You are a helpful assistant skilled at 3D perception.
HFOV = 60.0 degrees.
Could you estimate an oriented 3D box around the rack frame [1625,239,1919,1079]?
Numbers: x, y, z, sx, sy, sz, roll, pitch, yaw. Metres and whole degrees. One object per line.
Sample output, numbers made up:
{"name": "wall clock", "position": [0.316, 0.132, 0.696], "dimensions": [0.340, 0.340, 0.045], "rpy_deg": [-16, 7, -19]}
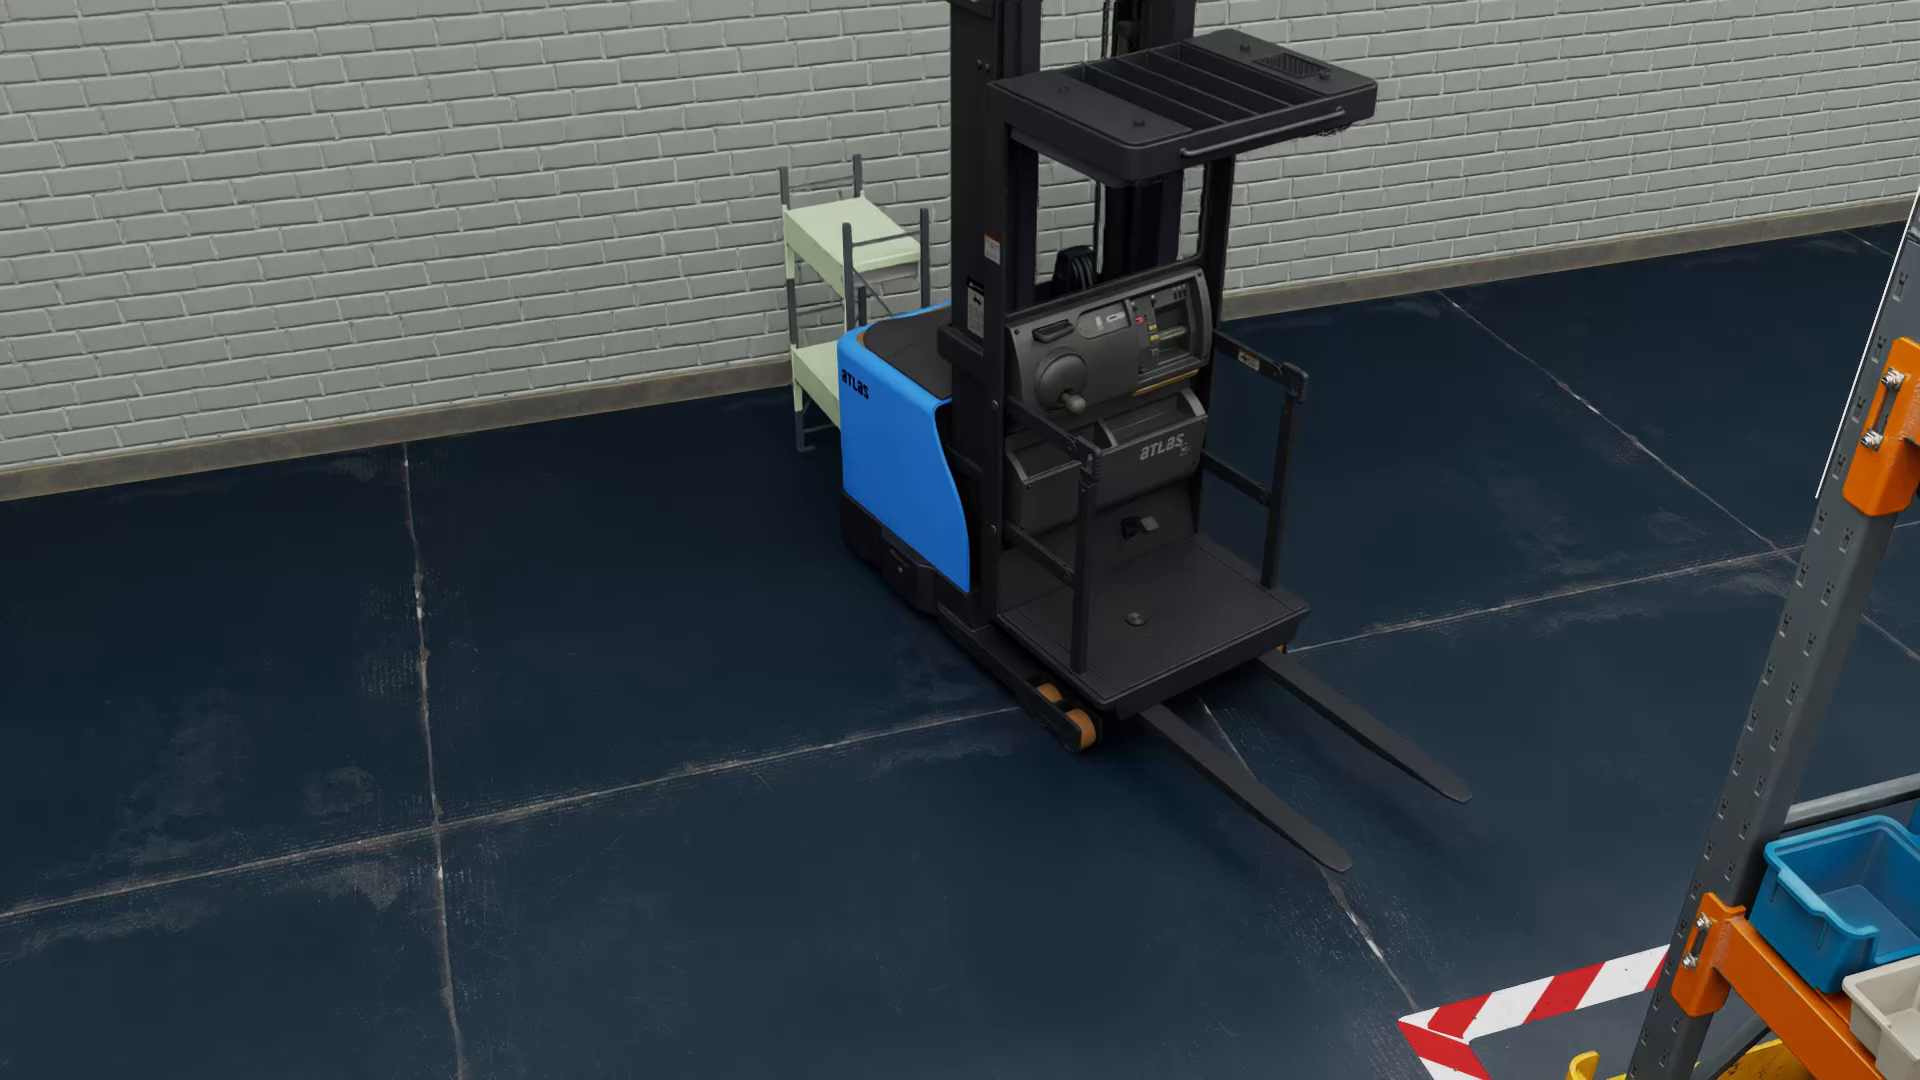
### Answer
{"name": "rack frame", "position": [2.305, 0.622, 4.088], "dimensions": [1.000, 3.000, 0.127], "rpy_deg": [-10, 35, -15]}

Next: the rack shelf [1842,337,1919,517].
{"name": "rack shelf", "position": [2.915, 0.720, 1.871], "dimensions": [1.077, 0.370, 4.000], "rpy_deg": [-10, 35, -15]}

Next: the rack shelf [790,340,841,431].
{"name": "rack shelf", "position": [-0.481, -0.672, 7.998], "dimensions": [0.431, 0.370, 0.720], "rpy_deg": [-15, 36, -22]}

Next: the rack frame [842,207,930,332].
{"name": "rack frame", "position": [-0.318, -0.764, 7.545], "dimensions": [0.400, 1.500, 0.023], "rpy_deg": [-15, 36, -22]}

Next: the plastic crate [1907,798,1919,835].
{"name": "plastic crate", "position": [2.585, 0.726, 3.843], "dimensions": [0.616, 0.435, 0.499], "rpy_deg": [-10, 35, -15]}

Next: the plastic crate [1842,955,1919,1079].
{"name": "plastic crate", "position": [2.086, 1.074, 3.589], "dimensions": [0.250, 0.136, 0.298], "rpy_deg": [-10, 35, -15]}

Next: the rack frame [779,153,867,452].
{"name": "rack frame", "position": [-0.644, -1.125, 8.092], "dimensions": [0.400, 1.500, 0.023], "rpy_deg": [-15, 36, -22]}

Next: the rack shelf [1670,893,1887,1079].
{"name": "rack shelf", "position": [2.915, 1.972, 2.698], "dimensions": [1.077, 0.370, 4.000], "rpy_deg": [-10, 35, -15]}

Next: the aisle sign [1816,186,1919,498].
{"name": "aisle sign", "position": [2.000, -0.451, 3.353], "dimensions": [0.394, 0.787, 0.004], "rpy_deg": [-10, 35, -15]}

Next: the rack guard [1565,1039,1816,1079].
{"name": "rack guard", "position": [2.285, 1.654, 4.793], "dimensions": [1.175, 0.500, 0.348], "rpy_deg": [-10, 35, -15]}

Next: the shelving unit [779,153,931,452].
{"name": "shelving unit", "position": [-0.481, -0.944, 7.818], "dimensions": [0.431, 1.500, 0.755], "rpy_deg": [-15, 36, -22]}

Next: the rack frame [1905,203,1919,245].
{"name": "rack frame", "position": [2.305, -1.881, 2.434], "dimensions": [1.000, 3.000, 0.127], "rpy_deg": [-10, 35, -15]}

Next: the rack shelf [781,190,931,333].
{"name": "rack shelf", "position": [-0.481, -1.270, 7.603], "dimensions": [0.431, 0.370, 0.720], "rpy_deg": [-15, 36, -22]}

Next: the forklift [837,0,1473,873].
{"name": "forklift", "position": [0.705, -0.700, 6.150], "dimensions": [1.130, 2.935, 3.031], "rpy_deg": [-21, 39, -28]}

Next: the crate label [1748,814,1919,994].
{"name": "crate label", "position": [2.067, 0.852, 3.838], "dimensions": [0.416, 0.233, 0.303], "rpy_deg": [-10, 35, -15]}
